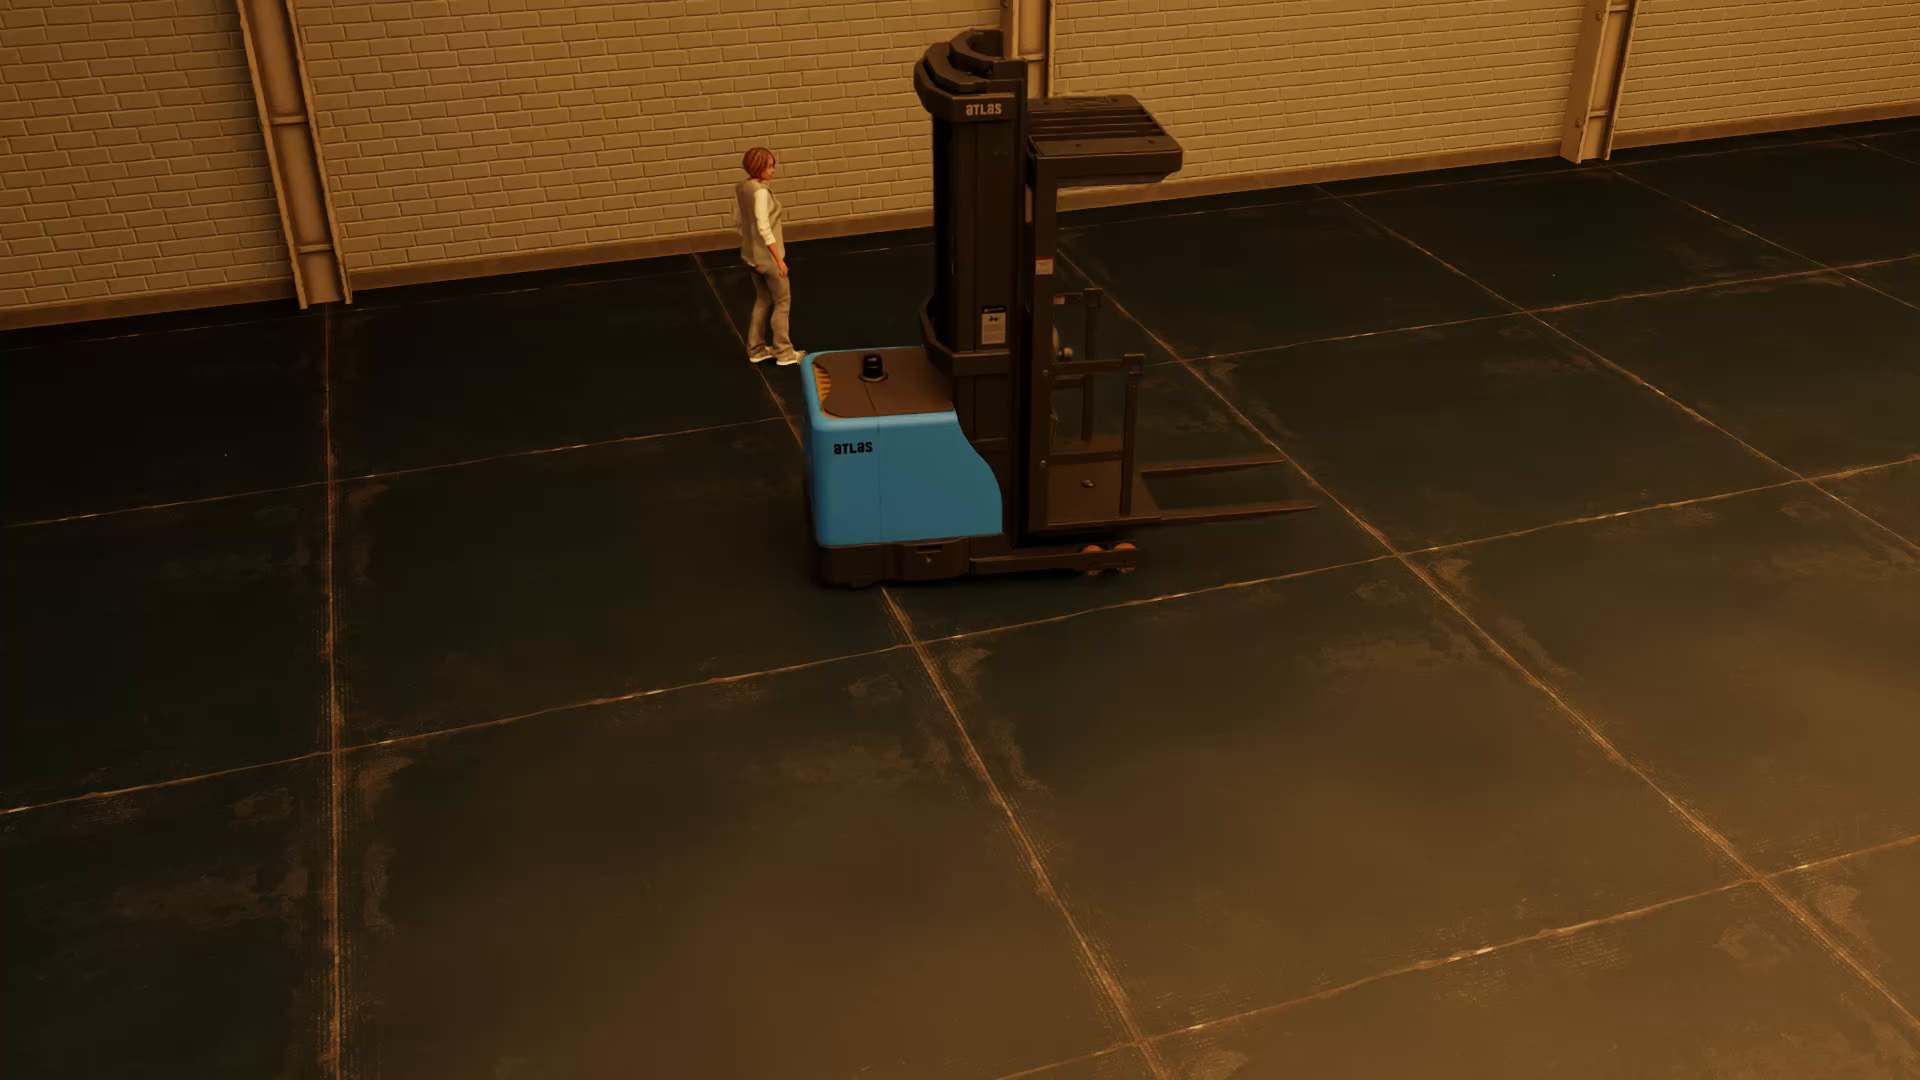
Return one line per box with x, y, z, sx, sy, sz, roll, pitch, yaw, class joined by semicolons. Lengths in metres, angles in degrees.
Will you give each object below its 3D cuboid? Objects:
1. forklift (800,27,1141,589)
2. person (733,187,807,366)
0.608;-1.327;9.393;3.031;2.935;1.130;-5;30;-8;forklift
-1.378;-1.943;12.049;0.394;1.355;0.536;-21;36;-31;person
